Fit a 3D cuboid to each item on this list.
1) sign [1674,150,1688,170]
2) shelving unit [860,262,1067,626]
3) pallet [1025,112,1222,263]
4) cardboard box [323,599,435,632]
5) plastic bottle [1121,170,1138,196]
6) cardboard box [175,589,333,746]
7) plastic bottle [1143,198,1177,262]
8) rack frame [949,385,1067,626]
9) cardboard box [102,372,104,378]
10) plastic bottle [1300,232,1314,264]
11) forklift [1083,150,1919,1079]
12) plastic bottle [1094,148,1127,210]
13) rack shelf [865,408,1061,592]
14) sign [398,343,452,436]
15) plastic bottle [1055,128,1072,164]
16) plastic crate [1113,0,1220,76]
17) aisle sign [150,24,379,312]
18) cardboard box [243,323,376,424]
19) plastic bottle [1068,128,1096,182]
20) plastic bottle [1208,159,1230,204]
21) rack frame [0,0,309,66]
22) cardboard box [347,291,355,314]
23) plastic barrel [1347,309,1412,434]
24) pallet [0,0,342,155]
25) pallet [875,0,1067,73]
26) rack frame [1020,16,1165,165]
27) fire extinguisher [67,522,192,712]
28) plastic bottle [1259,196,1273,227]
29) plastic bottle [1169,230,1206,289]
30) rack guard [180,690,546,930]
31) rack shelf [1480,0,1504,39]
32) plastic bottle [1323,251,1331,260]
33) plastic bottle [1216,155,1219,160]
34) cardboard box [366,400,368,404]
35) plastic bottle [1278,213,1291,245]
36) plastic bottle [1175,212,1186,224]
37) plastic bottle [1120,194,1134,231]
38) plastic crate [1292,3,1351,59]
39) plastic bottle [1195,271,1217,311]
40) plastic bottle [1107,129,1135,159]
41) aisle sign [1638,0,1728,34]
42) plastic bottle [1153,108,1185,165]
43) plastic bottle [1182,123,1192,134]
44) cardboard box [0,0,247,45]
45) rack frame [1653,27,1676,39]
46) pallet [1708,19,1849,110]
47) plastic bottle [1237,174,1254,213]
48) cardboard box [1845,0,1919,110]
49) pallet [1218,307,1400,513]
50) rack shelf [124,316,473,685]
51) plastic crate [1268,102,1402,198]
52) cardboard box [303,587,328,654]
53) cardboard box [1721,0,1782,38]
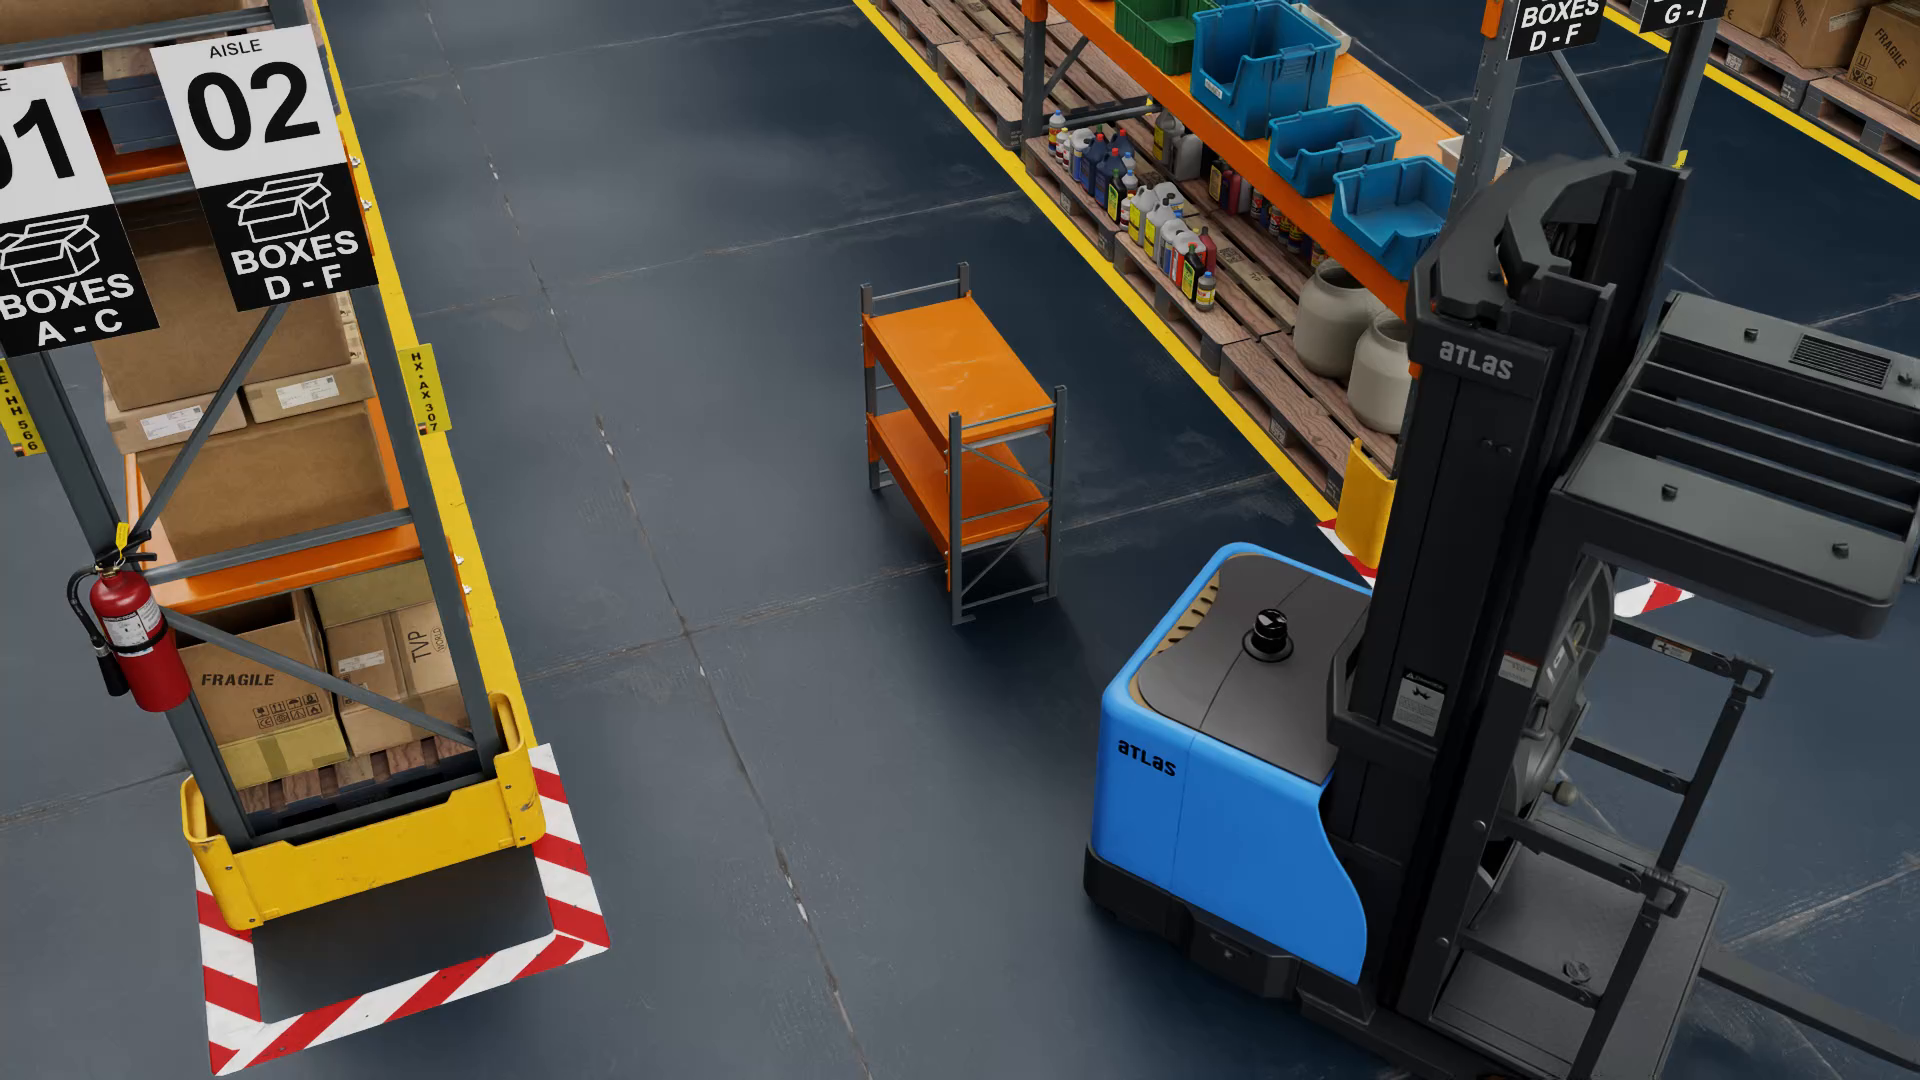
[{"bbox_3d":[2.906,-1.446,6.838,0.100,0.325,0.005,-15,43,-17],"label":"sign"},{"bbox_3d":[-0.003,-0.431,7.307,0.538,1.125,1.048,-15,43,-17],"label":"shelving unit"},{"bbox_3d":[1.084,-2.144,10.000,1.003,0.211,1.213,-15,43,-17],"label":"pallet"},{"bbox_3d":[-2.376,0.231,6.886,0.500,0.250,0.500,-15,43,-17],"label":"cardboard box"},{"bbox_3d":[0.954,-1.966,9.409,0.097,0.271,0.097,0,41,0],"label":"plastic bottle"},{"bbox_3d":[-2.662,0.377,6.141,0.500,0.500,0.500,-15,43,-17],"label":"cardboard box"},{"bbox_3d":[1.097,-1.707,9.048,0.144,0.351,0.185,-13,42,-15],"label":"plastic bottle"},{"bbox_3d":[0.192,-0.124,6.950,0.500,1.125,0.032,-15,43,-17],"label":"rack frame"},{"bbox_3d":[-2.606,-0.597,5.488,0.380,0.149,0.250,-14,43,-16],"label":"cardboard box"},{"bbox_3d":[1.920,-1.655,9.038,0.061,0.283,0.133,-14,43,-16],"label":"plastic bottle"},{"bbox_3d":[1.966,0.474,4.869,3.031,2.935,1.130,23,46,24],"label":"forklift"},{"bbox_3d":[0.863,-2.075,9.476,0.144,0.351,0.185,-17,43,-19],"label":"plastic bottle"},{"bbox_3d":[-0.003,-0.245,7.466,0.538,0.278,1.000,-15,43,-17],"label":"rack shelf"},{"bbox_3d":[-1.667,-0.466,5.186,0.100,0.325,0.005,-15,43,-17],"label":"sign"},{"bbox_3d":[0.621,-2.360,9.921,0.097,0.201,0.097,0,41,0],"label":"plastic bottle"},{"bbox_3d":[1.124,-2.648,8.610,0.450,0.188,0.662,-15,43,-17],"label":"plastic crate"},{"bbox_3d":[-1.874,-0.996,4.532,0.394,0.787,0.004,-15,43,-17],"label":"aisle sign"},{"bbox_3d":[-2.133,-0.547,5.430,0.380,0.149,0.250,-15,43,-17],"label":"cardboard box"},{"bbox_3d":[0.731,-2.261,9.749,0.152,0.276,0.135,-14,43,-15],"label":"plastic bottle"},{"bbox_3d":[1.490,-2.086,9.540,0.061,0.283,0.133,-15,43,-17],"label":"plastic bottle"},{"bbox_3d":[-2.182,-2.248,3.381,1.000,3.000,0.127,-15,43,-17],"label":"rack frame"},{"bbox_3d":[-2.331,-0.856,5.790,0.380,0.149,0.250,-15,43,-17],"label":"cardboard box"},{"bbox_3d":[2.073,-0.800,7.885,0.421,0.512,0.421,0,41,0],"label":"plastic barrel"},{"bbox_3d":[-2.429,-1.510,4.891,1.003,0.211,1.213,-15,43,-17],"label":"pallet"},{"bbox_3d":[0.058,-3.759,11.878,1.003,0.211,1.213,-15,43,-17],"label":"pallet"},{"bbox_3d":[0.865,-3.616,9.574,1.000,3.000,0.127,-15,43,-17],"label":"rack frame"},{"bbox_3d":[-2.566,0.243,5.145,0.296,0.674,0.183,-15,43,-17],"label":"fire extinguisher"},{"bbox_3d":[1.743,-1.898,9.330,0.097,0.271,0.097,0,41,0],"label":"plastic bottle"},{"bbox_3d":[1.217,-1.497,8.860,0.152,0.276,0.135,-15,43,-17],"label":"plastic bottle"},{"bbox_3d":[-2.173,0.989,6.135,1.175,0.500,0.348,-15,43,-17],"label":"rack guard"},{"bbox_3d":[1.631,-3.276,7.429,1.077,0.370,4.000,-15,43,-17],"label":"rack shelf"},{"bbox_3d":[1.990,-1.509,8.878,0.097,0.271,0.097,0,41,0],"label":"plastic bottle"},{"bbox_3d":[1.552,-2.234,9.712,0.061,0.283,0.133,-12,42,-14],"label":"plastic bottle"},{"bbox_3d":[-2.554,-0.611,6.002,0.700,0.500,0.500,-14,43,-16],"label":"cardboard box"},{"bbox_3d":[1.821,-1.776,9.188,0.097,0.271,0.097,0,41,0],"label":"plastic bottle"},{"bbox_3d":[1.192,-1.707,9.162,0.097,0.201,0.097,0,41,0],"label":"plastic bottle"},{"bbox_3d":[0.950,-1.842,9.319,0.097,0.201,0.097,0,41,0],"label":"plastic bottle"},{"bbox_3d":[1.721,-2.601,8.596,0.530,0.136,0.437,-15,43,-17],"label":"plastic crate"},{"bbox_3d":[1.288,-1.310,8.700,0.097,0.201,0.097,0,41,0],"label":"plastic bottle"},{"bbox_3d":[0.924,-2.225,9.650,0.144,0.351,0.185,-15,43,-17],"label":"plastic bottle"},{"bbox_3d":[2.694,-2.222,5.958,0.394,0.787,0.004,-15,43,-17],"label":"aisle sign"},{"bbox_3d":[1.245,-2.427,9.884,0.144,0.351,0.185,-15,43,-17],"label":"plastic bottle"},{"bbox_3d":[1.378,-2.463,9.926,0.144,0.351,0.185,-16,43,-18],"label":"plastic bottle"},{"bbox_3d":[-2.398,-1.709,4.547,0.797,0.503,0.637,-12,42,-14],"label":"cardboard box"},{"bbox_3d":[5.441,-4.852,11.010,1.000,3.000,0.127,-15,43,-17],"label":"rack frame"},{"bbox_3d":[5.731,-3.399,11.459,1.003,0.211,1.213,-15,43,-17],"label":"pallet"},{"bbox_3d":[1.634,-2.025,9.475,0.152,0.276,0.135,-14,43,-16],"label":"plastic bottle"},{"bbox_3d":[6.094,-3.115,10.586,0.500,0.500,0.500,-19,44,-21],"label":"cardboard box"},{"bbox_3d":[2.017,-0.674,8.291,1.003,0.211,1.213,-15,43,-17],"label":"pallet"},{"bbox_3d":[-2.947,-0.905,6.973,1.077,0.370,4.000,-15,43,-17],"label":"rack shelf"},{"bbox_3d":[1.685,-1.770,7.540,0.499,0.251,0.408,-15,43,-17],"label":"plastic crate"},{"bbox_3d":[-2.863,0.362,6.733,0.500,0.250,0.500,-15,43,-17],"label":"cardboard box"},{"bbox_3d":[5.557,-3.813,11.397,0.500,0.500,0.500,-16,43,-18],"label":"cardboard box"}]
